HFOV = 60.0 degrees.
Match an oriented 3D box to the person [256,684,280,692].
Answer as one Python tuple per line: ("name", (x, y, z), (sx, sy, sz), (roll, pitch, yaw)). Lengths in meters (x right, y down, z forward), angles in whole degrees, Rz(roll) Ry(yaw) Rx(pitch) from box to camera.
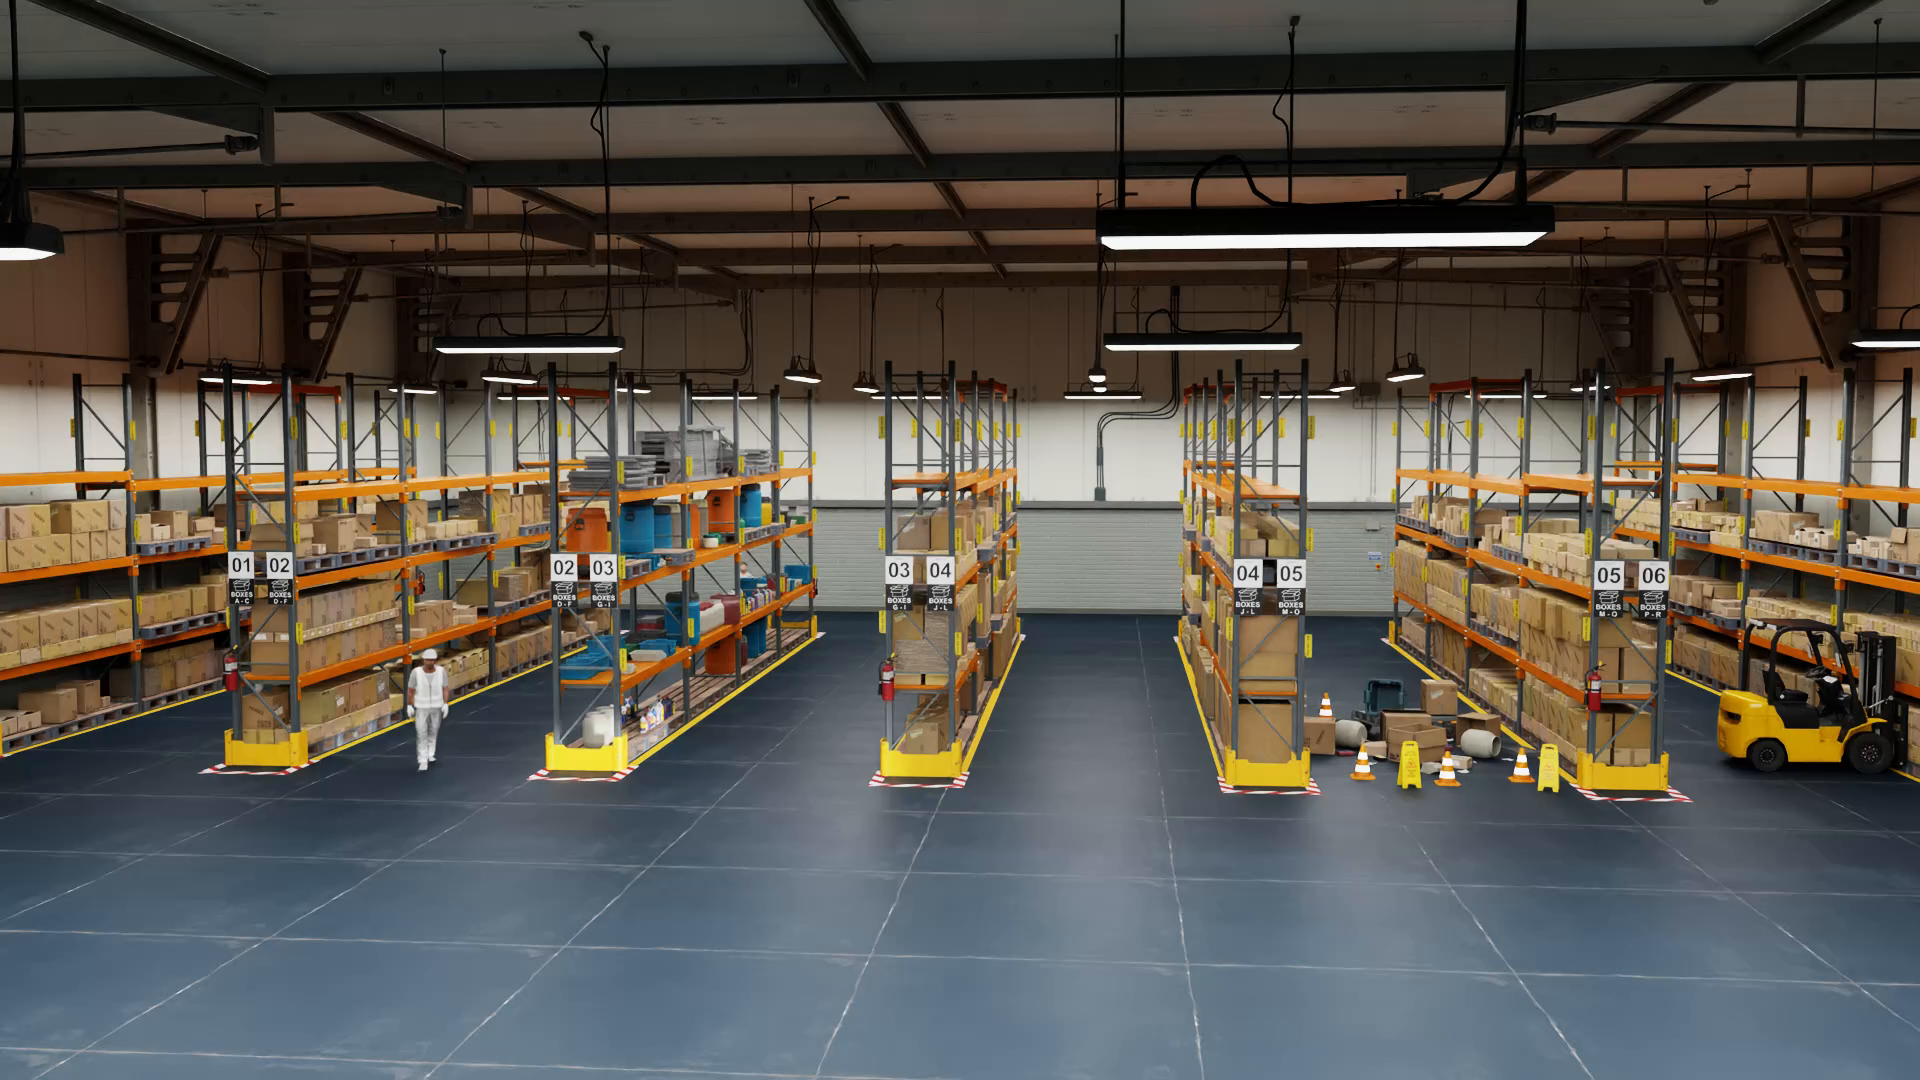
("person", (-11.925, 2.295, 28.684), (0.516, 1.629, 0.909), (-1, 4, -10))

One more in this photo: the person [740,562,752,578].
("person", (-5.554, 1.372, 42.696), (0.496, 1.609, 1.058), (0, 4, 2))

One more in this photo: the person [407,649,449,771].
("person", (-7.875, 2.483, 24.690), (0.576, 1.733, 0.944), (-2, 4, -32))
